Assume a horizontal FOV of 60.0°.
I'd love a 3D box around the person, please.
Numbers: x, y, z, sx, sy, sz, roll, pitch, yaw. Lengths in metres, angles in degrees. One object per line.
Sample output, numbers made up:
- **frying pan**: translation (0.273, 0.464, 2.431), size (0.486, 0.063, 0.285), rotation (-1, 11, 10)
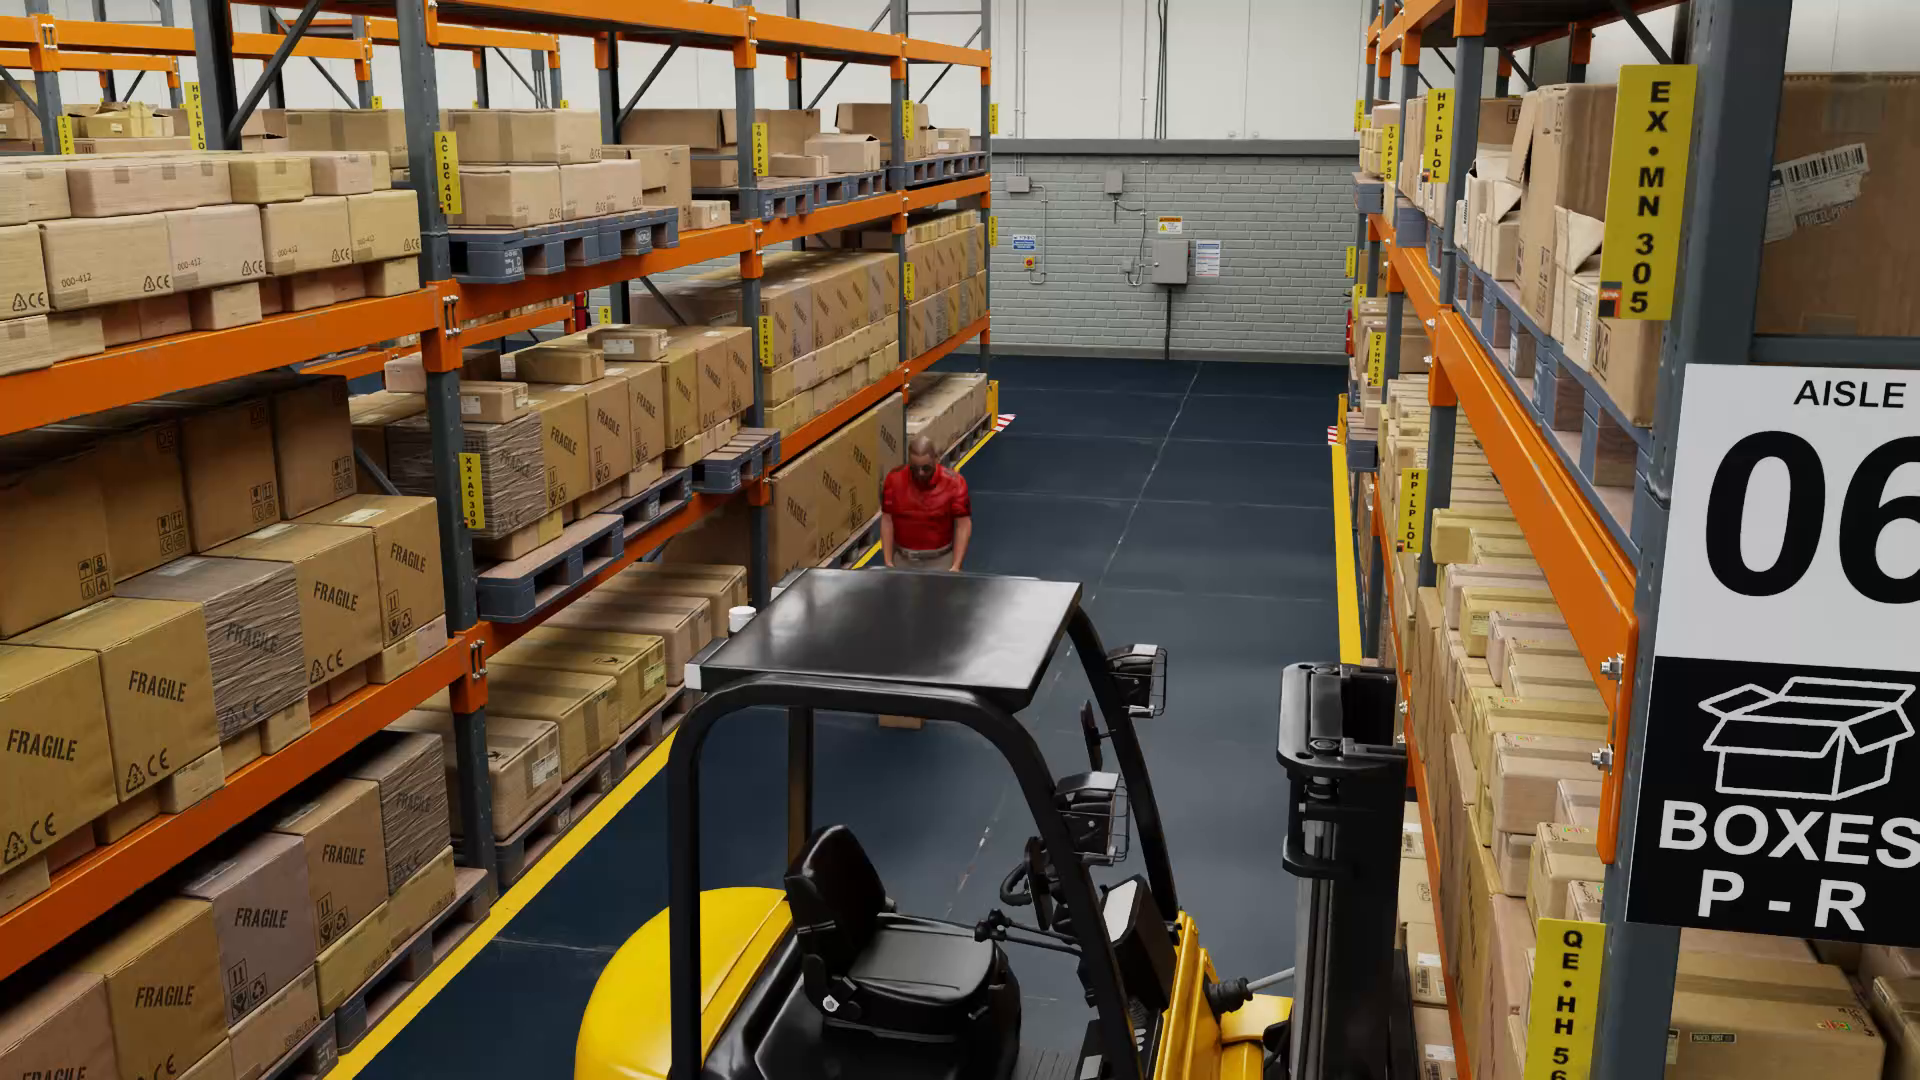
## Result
- **person**: translation (-0.208, 0.171, 10.060), size (0.564, 1.654, 0.418), rotation (3, 15, 13)
